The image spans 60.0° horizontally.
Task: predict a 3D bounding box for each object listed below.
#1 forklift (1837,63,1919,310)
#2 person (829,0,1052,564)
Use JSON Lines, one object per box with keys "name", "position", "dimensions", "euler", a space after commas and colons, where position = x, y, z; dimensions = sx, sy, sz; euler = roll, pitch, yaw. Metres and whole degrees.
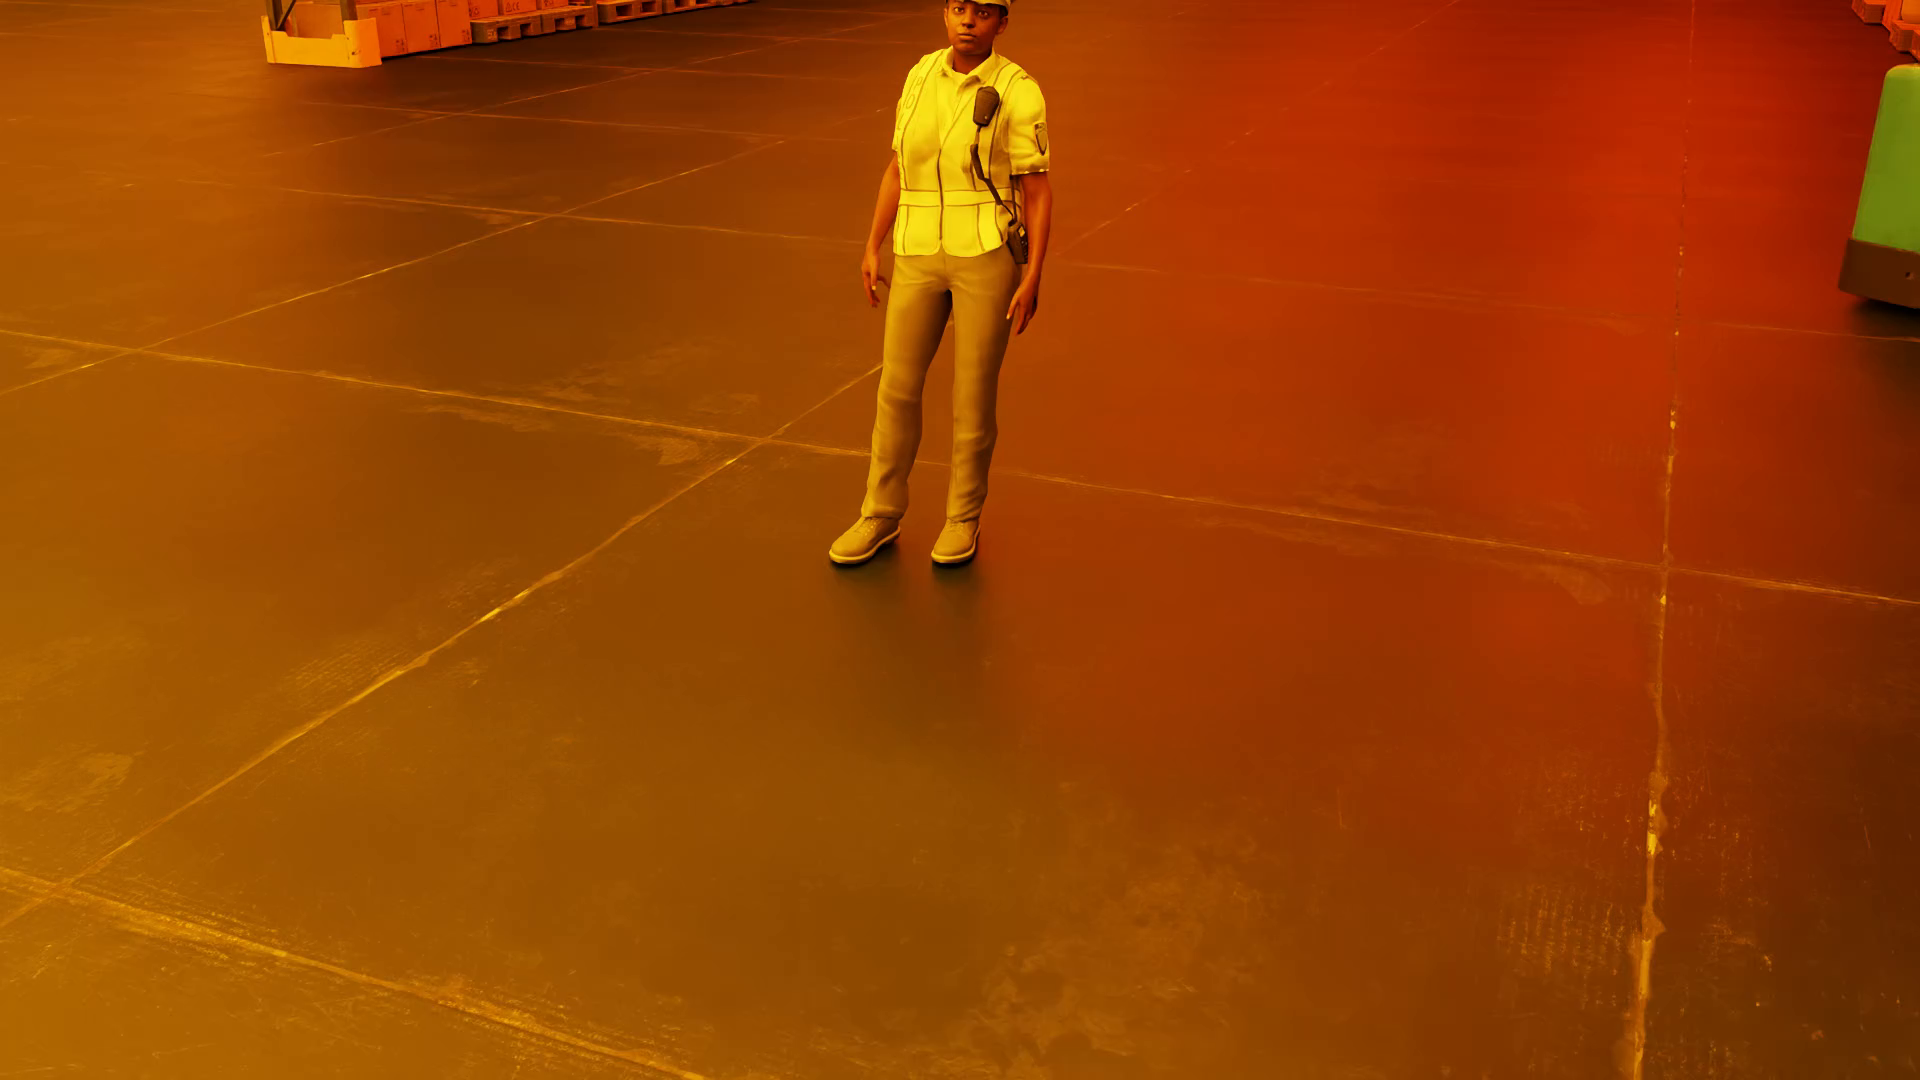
{"name": "forklift", "position": [5.593, -2.555, 7.406], "dimensions": [3.031, 2.935, 1.130], "euler": [-12, 25, -26]}
{"name": "person", "position": [-0.047, -0.763, 4.707], "dimensions": [0.569, 1.692, 0.530], "euler": [9, 24, 21]}
